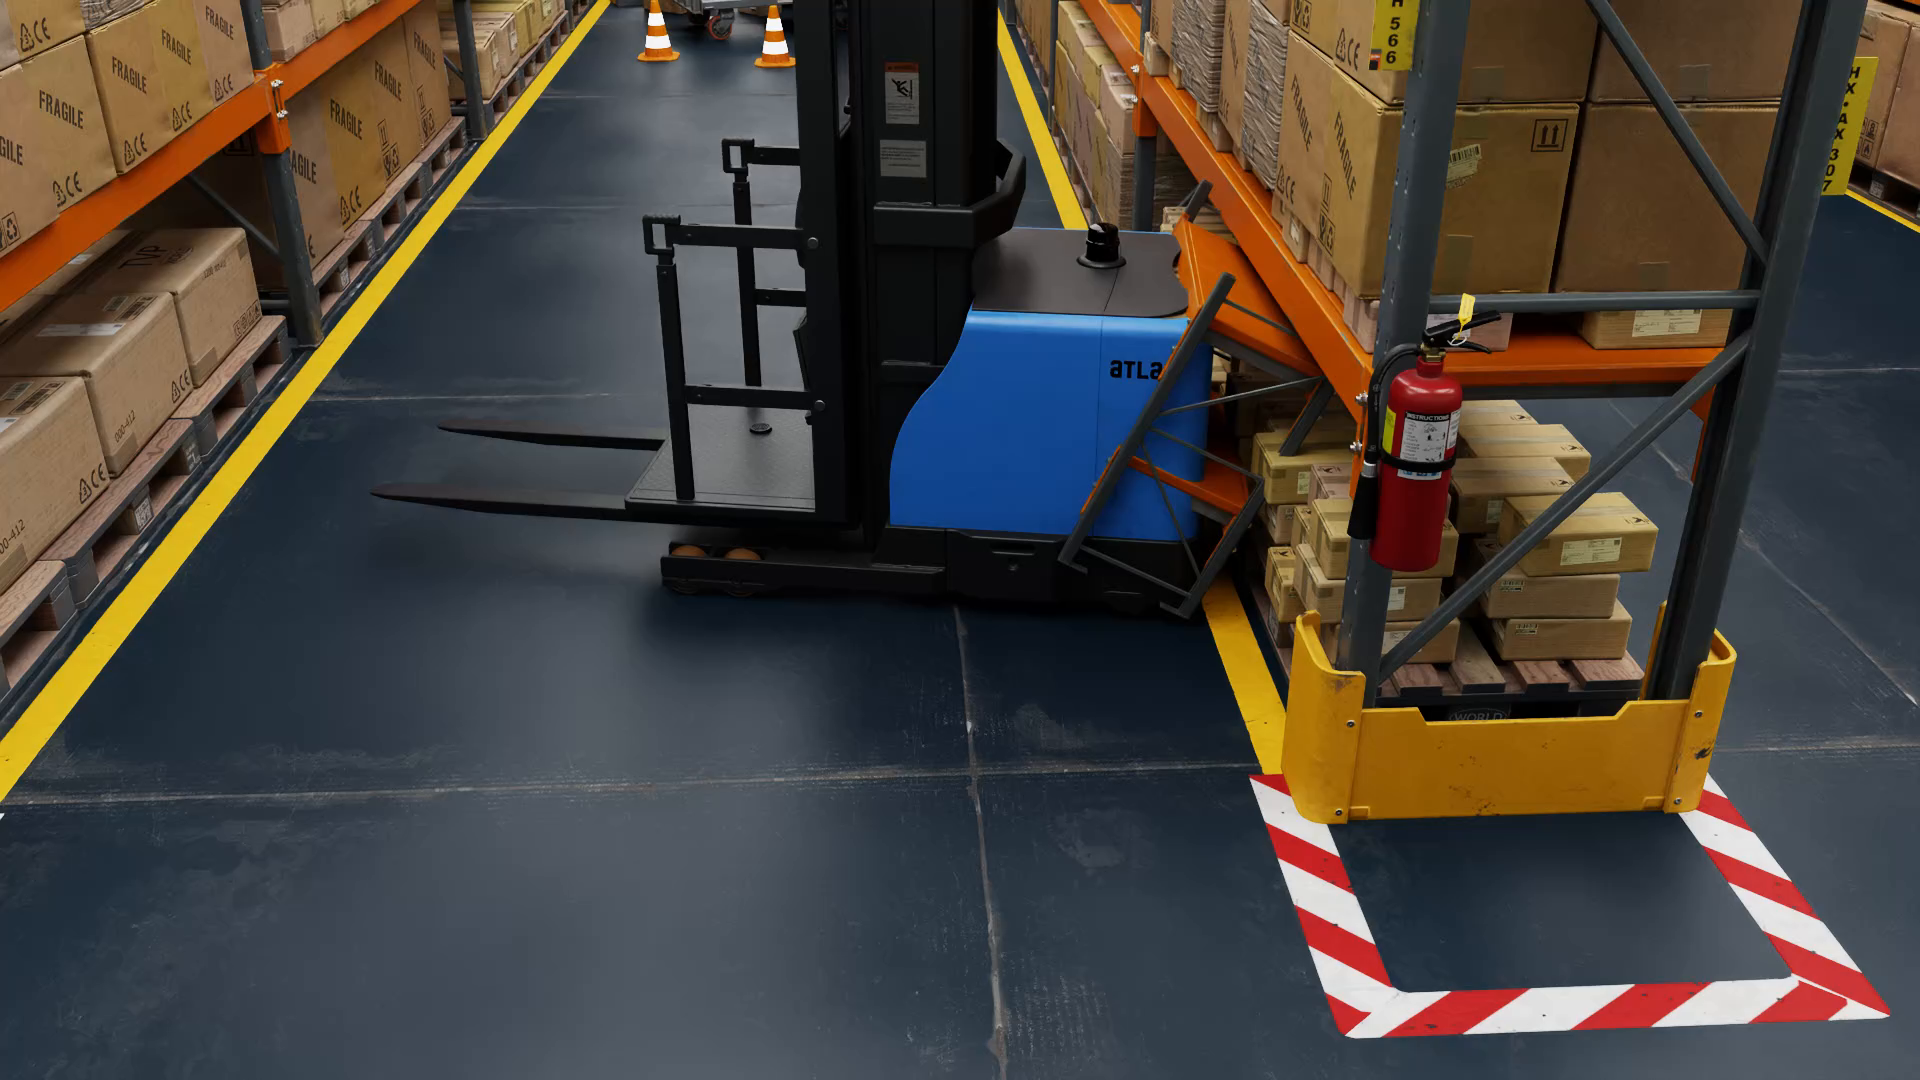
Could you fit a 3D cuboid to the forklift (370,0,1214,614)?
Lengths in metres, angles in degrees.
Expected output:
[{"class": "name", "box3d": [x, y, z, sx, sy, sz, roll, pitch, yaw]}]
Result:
[{"class": "forklift", "box3d": [-0.622, -1.337, 5.644, 3.031, 2.935, 1.130, 3, 28, 7]}]

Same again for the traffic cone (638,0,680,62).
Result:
[{"class": "traffic cone", "box3d": [-2.552, -4.294, 13.983, 0.336, 0.463, 0.334, -1, 28, -3]}]

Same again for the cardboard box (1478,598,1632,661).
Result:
[{"class": "cardboard box", "box3d": [1.842, 0.246, 5.164, 0.380, 0.149, 0.250, -1, 28, -2]}]

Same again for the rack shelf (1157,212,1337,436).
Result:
[{"class": "rack shelf", "box3d": [0.950, -0.745, 5.692, 0.538, 0.278, 1.000, 24, 27, -9]}]

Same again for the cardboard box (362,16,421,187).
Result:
[{"class": "cardboard box", "box3d": [-3.811, -2.622, 9.877, 0.875, 0.875, 0.875, -1, 28, -2]}]

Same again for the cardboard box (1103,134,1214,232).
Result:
[{"class": "cardboard box", "box3d": [1.051, -1.843, 8.789, 0.500, 0.500, 0.500, -2, 28, -4]}]

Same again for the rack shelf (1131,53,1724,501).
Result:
[{"class": "rack shelf", "box3d": [1.445, -1.187, 6.060, 1.077, 0.370, 4.000, -1, 28, -3]}]

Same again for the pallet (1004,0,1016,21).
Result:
[{"class": "pallet", "box3d": [0.962, -5.241, 16.070, 1.003, 0.211, 1.213, -1, 28, -3]}]

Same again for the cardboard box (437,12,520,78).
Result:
[{"class": "cardboard box", "box3d": [-3.872, -3.734, 12.552, 0.950, 0.372, 0.625, -2, 28, -4]}]

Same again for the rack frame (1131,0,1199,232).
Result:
[{"class": "rack frame", "box3d": [1.341, -2.430, 7.665, 1.000, 3.000, 0.127, -1, 28, -3]}]

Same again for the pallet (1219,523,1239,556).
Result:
[{"class": "pallet", "box3d": [1.478, -0.319, 6.634, 1.003, 0.211, 1.213, -1, 28, -3]}]

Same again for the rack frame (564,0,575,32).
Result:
[{"class": "rack frame", "box3d": [-4.015, -5.958, 14.430, 1.000, 3.000, 0.127, -1, 28, -3]}]

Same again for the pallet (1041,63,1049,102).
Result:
[{"class": "pallet", "box3d": [1.166, -3.406, 12.553, 1.003, 0.211, 1.213, -1, 28, -3]}]

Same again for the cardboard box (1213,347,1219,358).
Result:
[{"class": "cardboard box", "box3d": [1.144, -0.712, 6.678, 0.380, 0.149, 0.250, -2, 28, -3]}]

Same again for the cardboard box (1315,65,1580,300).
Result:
[{"class": "cardboard box", "box3d": [1.269, -0.960, 4.417, 0.500, 0.500, 0.500, -1, 28, -2]}]

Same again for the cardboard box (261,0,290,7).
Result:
[{"class": "cardboard box", "box3d": [-3.339, -2.629, 7.668, 0.500, 0.250, 0.500, -2, 28, -4]}]

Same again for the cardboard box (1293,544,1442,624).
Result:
[{"class": "cardboard box", "box3d": [1.237, 0.127, 5.070, 0.380, 0.149, 0.250, -2, 28, -4]}]

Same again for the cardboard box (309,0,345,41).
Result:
[{"class": "cardboard box", "box3d": [-3.385, -2.645, 8.241, 0.500, 0.250, 0.500, -2, 28, -4]}]

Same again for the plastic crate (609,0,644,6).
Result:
[{"class": "plastic crate", "box3d": [-3.278, -5.408, 16.533, 0.402, 0.080, 0.583, -11, 30, -20]}]

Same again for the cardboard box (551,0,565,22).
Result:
[{"class": "cardboard box", "box3d": [-3.985, -4.737, 14.476, 0.950, 0.372, 0.625, -1, 28, -2]}]

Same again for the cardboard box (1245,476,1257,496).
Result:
[{"class": "cardboard box", "box3d": [1.170, -0.213, 6.043, 0.380, 0.149, 0.250, -3, 28, -5]}]

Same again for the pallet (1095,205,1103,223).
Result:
[{"class": "pallet", "box3d": [1.299, -1.553, 8.999, 1.003, 0.211, 1.213, -1, 28, -3]}]

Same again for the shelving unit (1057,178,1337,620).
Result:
[{"class": "shelving unit", "box3d": [0.826, -0.516, 5.824, 0.538, 1.125, 1.048, 24, 27, -9]}]

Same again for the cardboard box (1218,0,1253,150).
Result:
[{"class": "cardboard box", "box3d": [1.196, -1.662, 5.764, 0.500, 0.500, 0.500, 0, 28, 0]}]

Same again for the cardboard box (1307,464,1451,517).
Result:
[{"class": "cardboard box", "box3d": [1.313, -0.124, 5.230, 0.380, 0.149, 0.250, -1, 28, -2]}]

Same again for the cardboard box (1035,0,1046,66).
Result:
[{"class": "cardboard box", "box3d": [1.141, -4.153, 12.947, 1.050, 0.750, 0.750, -1, 28, -2]}]

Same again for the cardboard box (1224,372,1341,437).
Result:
[{"class": "cardboard box", "box3d": [1.153, -0.484, 5.921, 0.380, 0.149, 0.250, 0, 28, -1]}]

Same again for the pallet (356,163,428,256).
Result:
[{"class": "pallet", "box3d": [-3.779, -1.946, 9.754, 1.003, 0.211, 1.213, -1, 28, -3]}]

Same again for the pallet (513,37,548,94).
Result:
[{"class": "pallet", "box3d": [-3.906, -3.797, 13.302, 1.003, 0.211, 1.213, -1, 28, -3]}]

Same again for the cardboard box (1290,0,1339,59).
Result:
[{"class": "cardboard box", "box3d": [1.251, -1.641, 4.642, 0.500, 0.500, 0.500, -2, 28, -4]}]

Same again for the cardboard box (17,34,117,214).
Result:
[{"class": "cardboard box", "box3d": [-3.232, -1.388, 5.560, 0.500, 0.500, 0.500, 0, 28, -1]}]

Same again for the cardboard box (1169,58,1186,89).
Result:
[{"class": "cardboard box", "box3d": [1.117, -2.062, 7.232, 0.380, 0.149, 0.250, -1, 28, -1]}]

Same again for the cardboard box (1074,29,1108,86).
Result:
[{"class": "cardboard box", "box3d": [0.966, -2.900, 10.005, 0.500, 0.250, 0.500, -1, 28, -2]}]

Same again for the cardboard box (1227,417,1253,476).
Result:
[{"class": "cardboard box", "box3d": [1.168, -0.352, 5.988, 0.380, 0.149, 0.250, -1, 28, -2]}]

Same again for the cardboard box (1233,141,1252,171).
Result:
[{"class": "cardboard box", "box3d": [1.206, -1.450, 6.058, 0.380, 0.149, 0.250, 0, 28, -1]}]

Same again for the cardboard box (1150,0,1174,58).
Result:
[{"class": "cardboard box", "box3d": [1.115, -2.371, 7.123, 0.500, 0.500, 0.500, -2, 28, -4]}]

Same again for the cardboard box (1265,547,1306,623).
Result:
[{"class": "cardboard box", "box3d": [1.199, 0.141, 5.365, 0.380, 0.149, 0.250, -1, 28, -1]}]

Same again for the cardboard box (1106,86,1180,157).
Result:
[{"class": "cardboard box", "box3d": [1.049, -2.178, 8.620, 0.500, 0.250, 0.500, -2, 28, -4]}]

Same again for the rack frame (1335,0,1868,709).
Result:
[{"class": "rack frame", "box3d": [1.550, -0.582, 4.123, 1.000, 3.000, 0.127, -1, 28, -3]}]

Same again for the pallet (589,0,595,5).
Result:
[{"class": "pallet", "box3d": [-4.152, -5.596, 16.750, 1.003, 0.211, 1.213, -1, 28, -3]}]

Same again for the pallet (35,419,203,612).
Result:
[{"class": "pallet", "box3d": [-3.569, -0.109, 6.231, 1.003, 0.211, 1.213, -1, 28, -3]}]

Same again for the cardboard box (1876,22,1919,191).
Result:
[{"class": "cardboard box", "box3d": [6.198, -2.455, 9.556, 1.225, 0.875, 0.875, -2, 28, -4]}]

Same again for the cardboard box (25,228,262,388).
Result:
[{"class": "cardboard box", "box3d": [-3.672, -1.021, 7.281, 0.875, 0.438, 0.875, -2, 28, -3]}]

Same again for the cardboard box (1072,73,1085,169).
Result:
[{"class": "cardboard box", "box3d": [0.975, -2.553, 10.150, 0.500, 0.500, 0.500, -2, 28, -4]}]

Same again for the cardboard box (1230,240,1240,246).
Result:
[{"class": "cardboard box", "box3d": [1.170, -1.207, 7.306, 0.380, 0.149, 0.250, -2, 28, -3]}]

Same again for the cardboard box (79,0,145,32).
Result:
[{"class": "cardboard box", "box3d": [-3.242, -2.071, 5.787, 0.500, 0.500, 0.500, -1, 28, -2]}]

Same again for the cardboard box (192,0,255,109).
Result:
[{"class": "cardboard box", "box3d": [-3.318, -2.100, 6.924, 0.500, 0.500, 0.500, -1, 28, -2]}]

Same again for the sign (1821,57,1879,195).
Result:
[{"class": "sign", "box3d": [2.092, -0.979, 3.948, 0.100, 0.325, 0.005, -1, 28, -3]}]

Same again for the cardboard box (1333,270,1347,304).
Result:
[{"class": "cardboard box", "box3d": [1.275, -0.731, 4.679, 0.380, 0.149, 0.250, -1, 28, -3]}]

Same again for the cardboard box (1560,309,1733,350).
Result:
[{"class": "cardboard box", "box3d": [1.860, -0.629, 4.483, 0.380, 0.149, 0.250, -2, 28, -3]}]

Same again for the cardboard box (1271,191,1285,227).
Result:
[{"class": "cardboard box", "box3d": [1.226, -1.086, 5.360, 0.380, 0.149, 0.250, -3, 28, -5]}]

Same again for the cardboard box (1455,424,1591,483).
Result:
[{"class": "cardboard box", "box3d": [1.842, -0.262, 5.495, 0.380, 0.149, 0.250, -1, 28, -3]}]
